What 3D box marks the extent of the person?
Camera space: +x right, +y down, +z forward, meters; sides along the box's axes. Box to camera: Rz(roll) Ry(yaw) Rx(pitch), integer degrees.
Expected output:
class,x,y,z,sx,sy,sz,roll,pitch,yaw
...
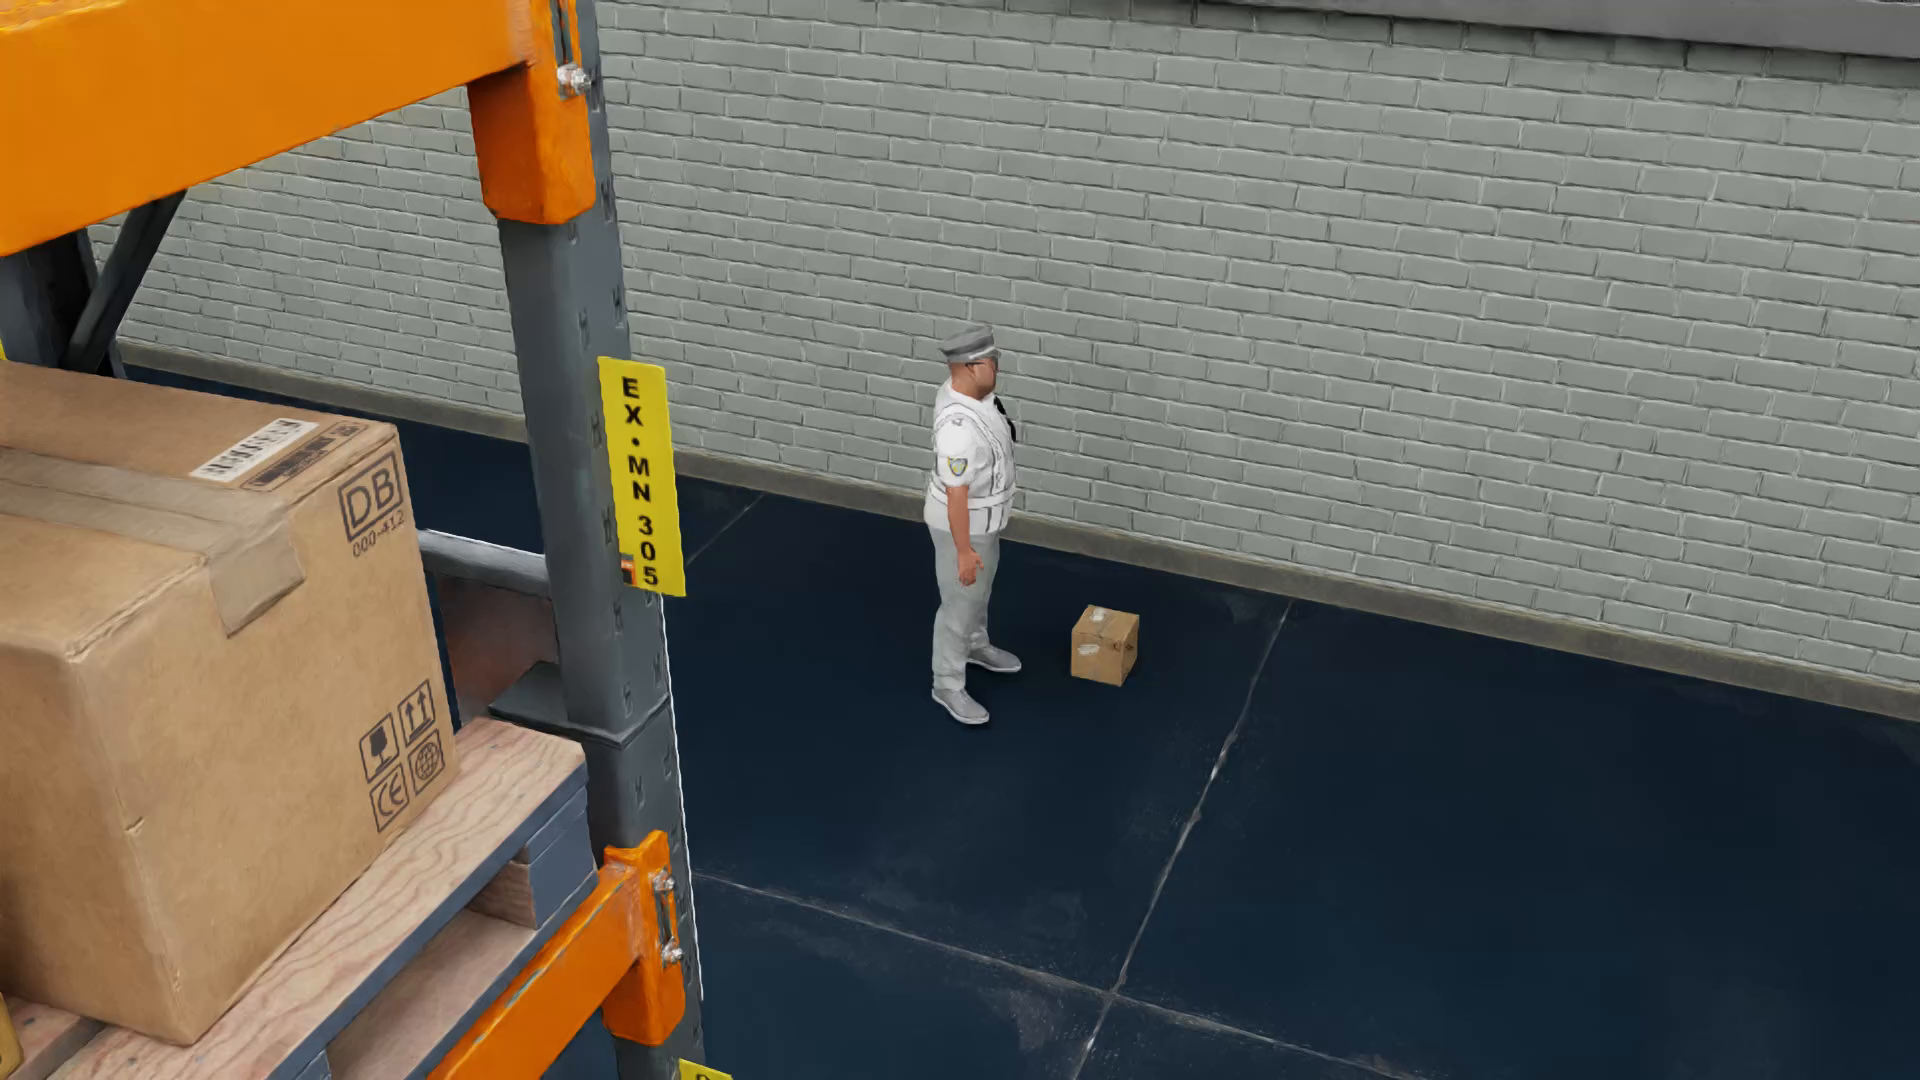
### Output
class,x,y,z,sx,sy,sz,roll,pitch,yaw
person,0.059,-0.109,7.247,0.430,1.778,0.664,4,30,6
